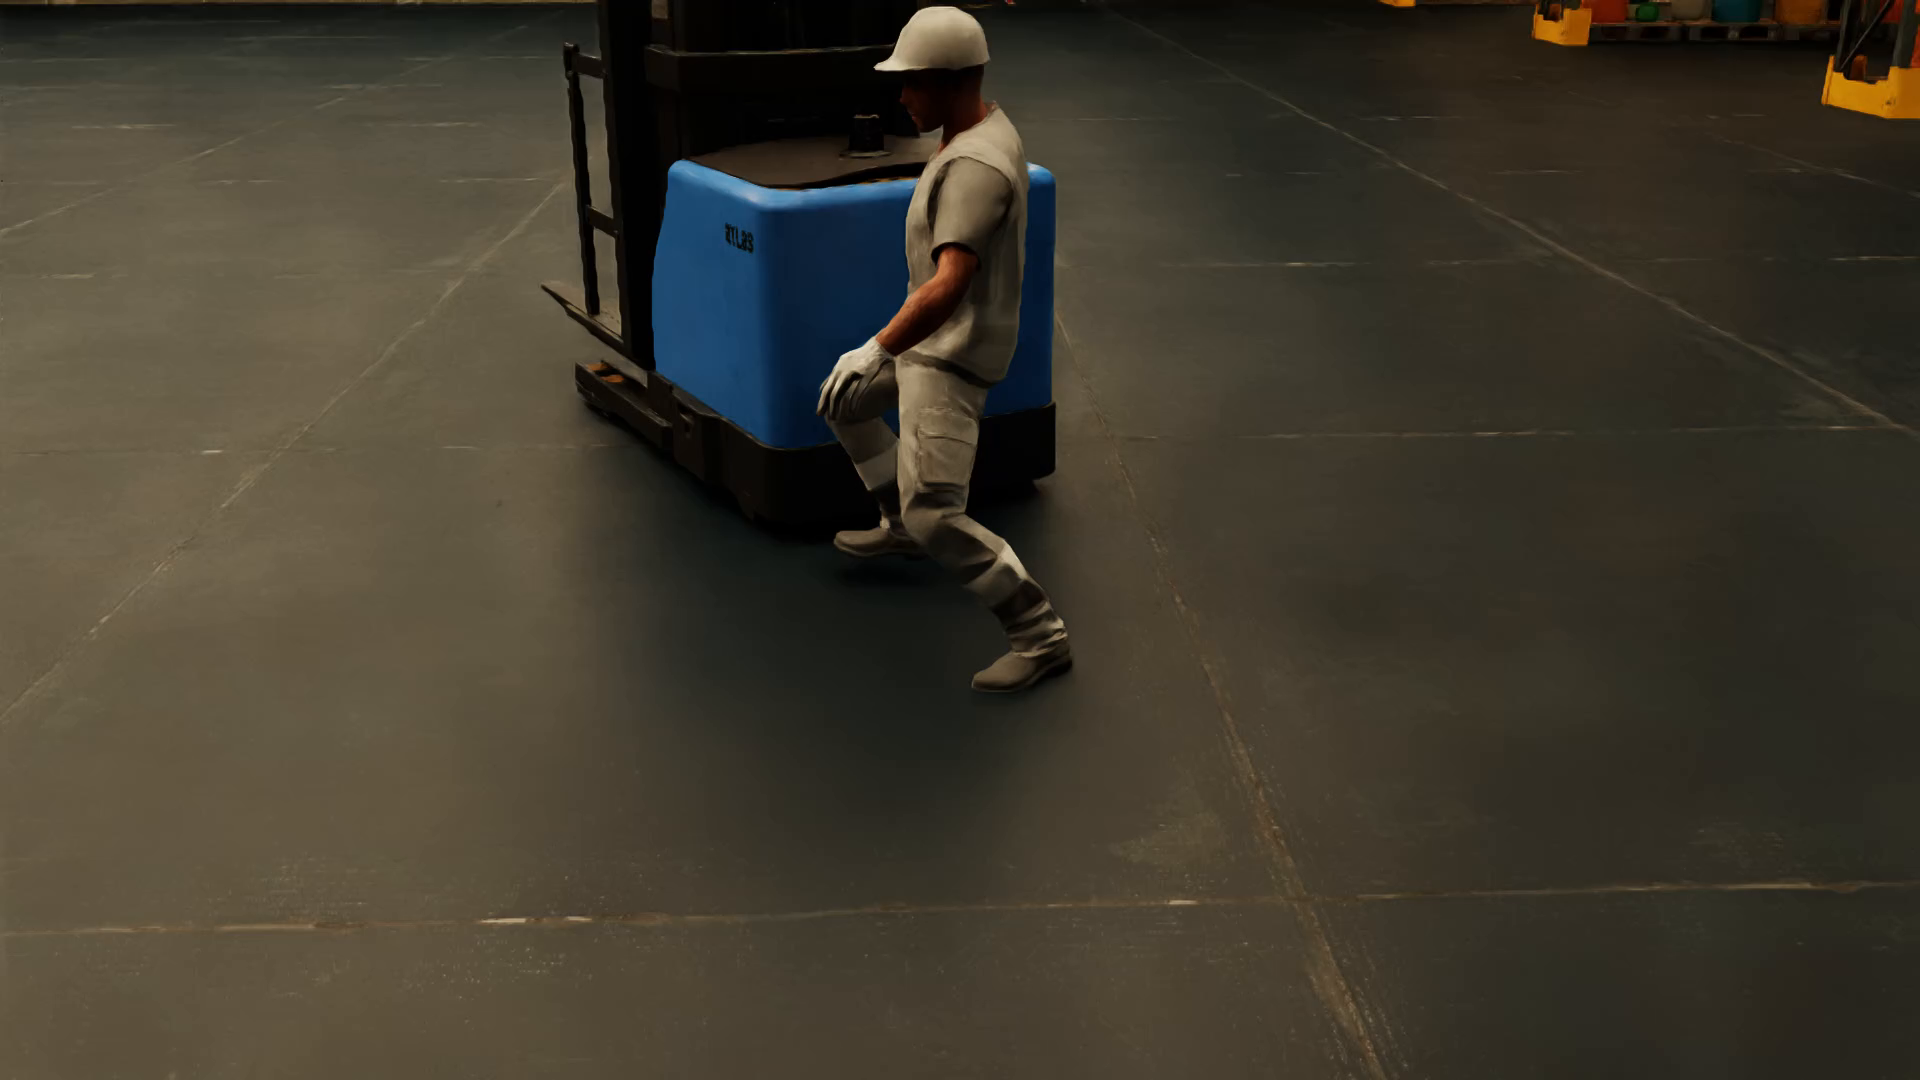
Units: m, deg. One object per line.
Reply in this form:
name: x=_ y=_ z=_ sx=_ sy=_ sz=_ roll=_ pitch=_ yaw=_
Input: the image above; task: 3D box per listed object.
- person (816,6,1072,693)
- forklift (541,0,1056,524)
person: x=-0.051 y=-0.503 z=4.252 sx=0.703 sy=1.643 sz=0.996 roll=1 pitch=21 yaw=2
forklift: x=-0.852 y=-1.907 z=6.019 sx=1.130 sy=2.935 sz=3.031 roll=-12 pitch=24 yaw=-28
